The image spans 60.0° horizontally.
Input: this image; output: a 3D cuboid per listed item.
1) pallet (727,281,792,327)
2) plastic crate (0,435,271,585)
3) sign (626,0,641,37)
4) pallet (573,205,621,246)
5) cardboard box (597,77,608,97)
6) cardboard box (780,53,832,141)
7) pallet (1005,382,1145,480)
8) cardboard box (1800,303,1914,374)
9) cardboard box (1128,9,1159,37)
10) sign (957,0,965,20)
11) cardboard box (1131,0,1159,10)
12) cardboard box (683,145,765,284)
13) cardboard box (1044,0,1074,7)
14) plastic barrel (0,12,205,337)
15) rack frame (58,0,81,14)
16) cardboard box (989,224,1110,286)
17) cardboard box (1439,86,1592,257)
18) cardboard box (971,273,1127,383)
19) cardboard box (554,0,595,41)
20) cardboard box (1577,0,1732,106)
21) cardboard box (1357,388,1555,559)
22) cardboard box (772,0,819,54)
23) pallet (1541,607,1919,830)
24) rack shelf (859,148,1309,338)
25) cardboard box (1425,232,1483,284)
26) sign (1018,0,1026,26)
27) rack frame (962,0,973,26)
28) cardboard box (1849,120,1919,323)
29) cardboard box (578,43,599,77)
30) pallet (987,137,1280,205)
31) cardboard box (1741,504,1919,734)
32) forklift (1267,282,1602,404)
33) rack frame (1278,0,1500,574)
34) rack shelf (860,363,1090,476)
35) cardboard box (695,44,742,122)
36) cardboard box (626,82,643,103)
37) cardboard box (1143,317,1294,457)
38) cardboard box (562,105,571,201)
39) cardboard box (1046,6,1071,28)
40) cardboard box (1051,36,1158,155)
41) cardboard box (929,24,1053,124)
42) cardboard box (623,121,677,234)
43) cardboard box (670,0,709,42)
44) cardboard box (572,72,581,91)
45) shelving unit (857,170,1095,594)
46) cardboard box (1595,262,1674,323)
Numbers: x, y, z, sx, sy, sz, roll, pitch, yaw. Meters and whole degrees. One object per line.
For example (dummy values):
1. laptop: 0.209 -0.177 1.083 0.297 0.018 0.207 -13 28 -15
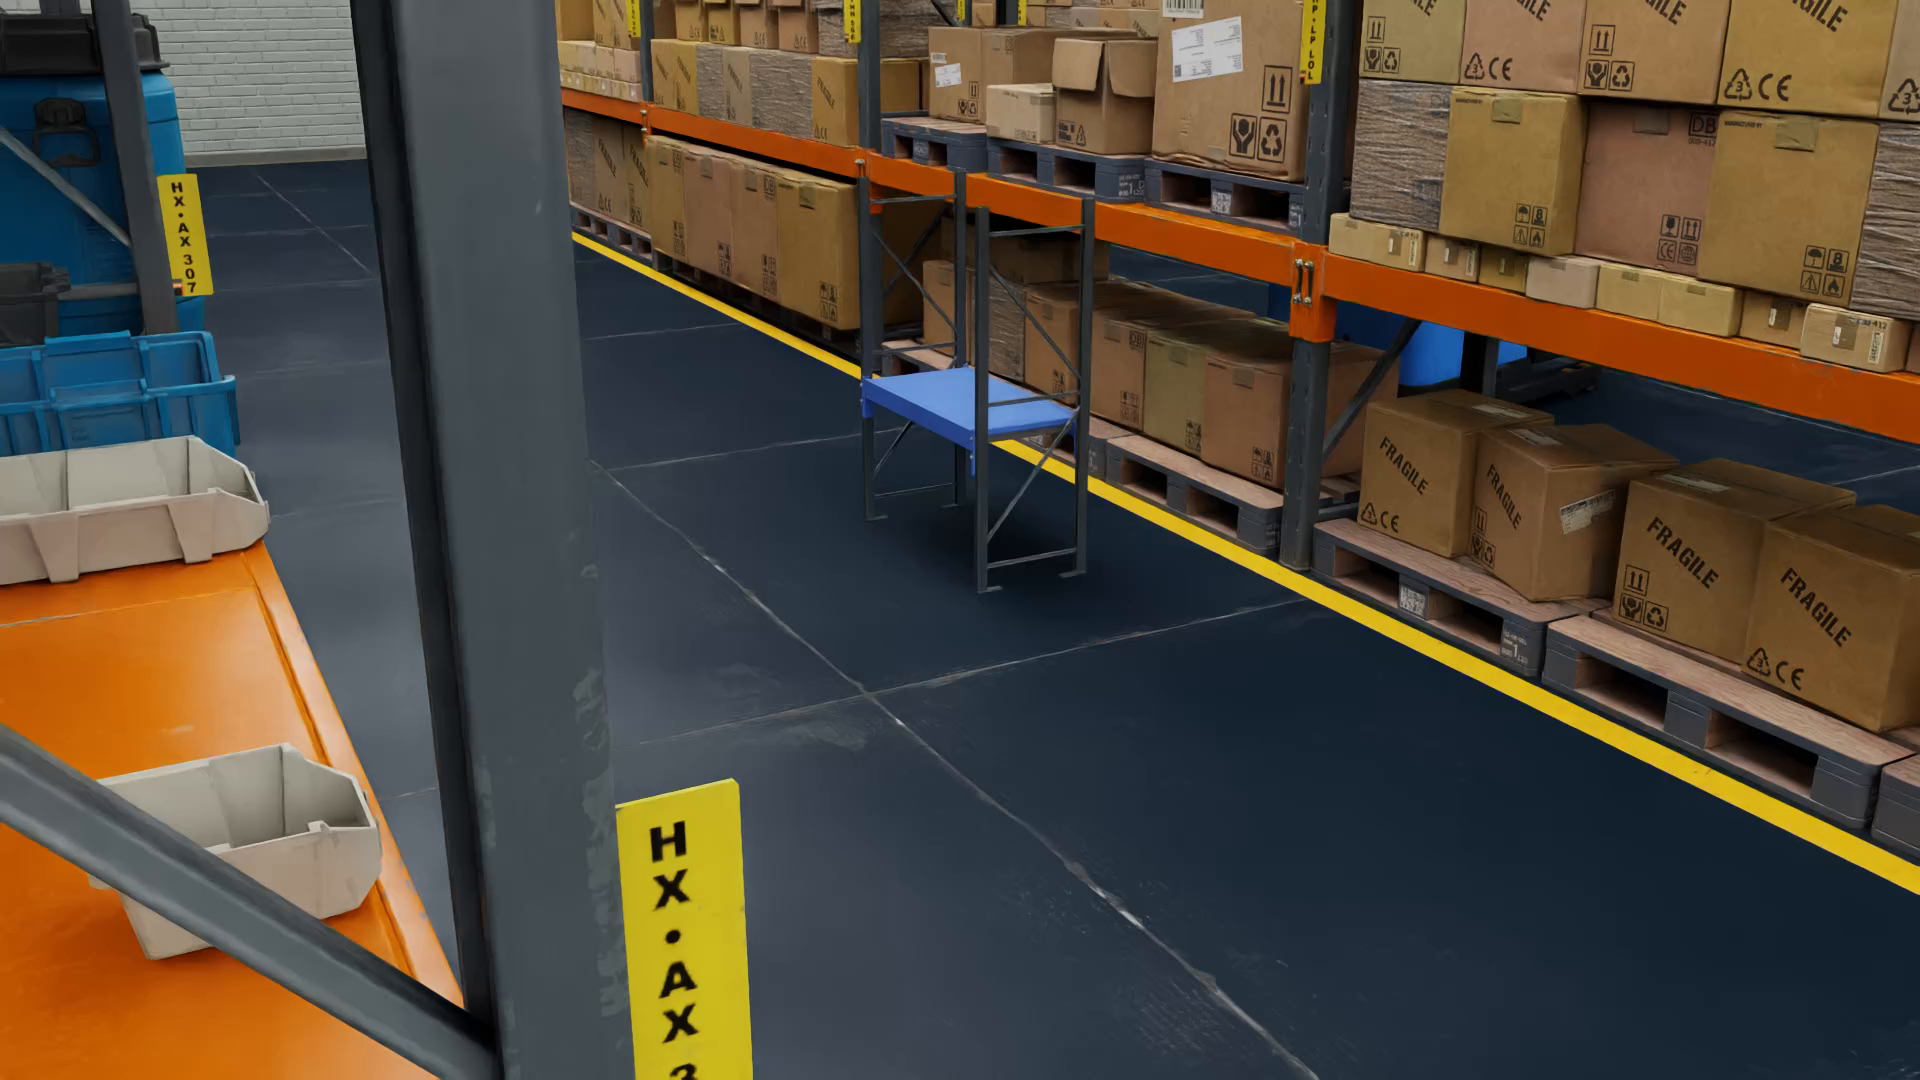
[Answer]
1. pallet: -1.006 -1.794 12.007 1.003 0.211 1.213 -10 21 -27
2. plastic crate: -1.588 -0.057 3.103 0.530 0.136 0.437 -10 21 -27
3. sign: -2.509 -4.033 12.771 0.100 0.325 0.005 -10 21 -27
4. pallet: -2.897 -2.935 15.315 1.003 0.211 1.213 -10 21 -27
5. cardboard box: -2.821 -3.812 13.965 0.380 0.149 0.250 -10 21 -26
6. cardboard box: -0.806 -2.819 10.549 0.500 0.500 0.500 -10 22 -27
7. pallet: 0.823 -0.632 8.639 1.003 0.211 1.213 -10 21 -27
8. cardboard box: 2.555 -0.573 4.579 0.380 0.149 0.250 -10 21 -27
9. cardboard box: 1.913 -4.695 15.529 0.500 0.500 0.500 -10 21 -27
10. sign: 0.014 -5.885 18.261 0.100 0.325 0.005 -10 21 -27
11. cardboard box: 1.930 -5.165 15.360 0.500 0.500 0.500 -11 22 -29
12. cardboard box: -1.275 -2.430 12.188 1.225 0.875 0.875 -11 22 -29
13. cardboard box: 1.189 -5.608 16.644 0.500 0.500 0.500 -11 22 -28
14. plastic barrel: -2.499 -1.004 4.673 0.600 0.901 0.708 -10 21 -27
15. rack frame: -4.481 -1.757 7.625 1.000 3.000 0.127 -10 21 -27
16. cardboard box: 0.483 -1.567 9.081 0.500 0.250 0.500 -7 20 -21
17. cardboard box: 2.143 -1.276 5.622 0.875 0.500 0.500 -10 21 -27
18. cardboard box: 0.488 -1.204 9.180 0.700 0.500 0.500 -12 22 -31
19. cardboard box: -3.442 -4.774 14.993 0.500 0.500 0.500 -11 22 -28
20. cardboard box: 2.243 -1.581 4.973 0.500 0.500 0.500 -10 21 -27
21. cardboard box: 1.932 -0.272 6.509 0.500 0.500 0.500 -11 22 -28
22. cardboard box: -0.762 -3.446 10.827 0.797 0.503 0.637 -9 21 -25
23. pallet: 2.710 0.480 5.416 1.003 0.211 1.213 -10 21 -27
24. rack shelf: 0.827 -1.610 8.302 1.077 0.370 4.000 -10 21 -27
25. cardboard box: 1.865 -1.008 5.838 0.380 0.149 0.250 -10 21 -27
26. sign: 0.351 -3.121 9.924 0.100 0.325 0.005 -10 21 -27
27. rack frame: 0.492 -5.560 18.646 1.000 3.000 0.127 -10 21 -27
28. cardboard box: 2.897 -0.853 4.395 0.875 0.500 0.500 -10 21 -27
29. cardboard box: -2.953 -4.123 14.255 0.500 0.250 0.500 -10 21 -26
30. pallet: 0.854 -1.872 8.251 1.003 0.211 1.213 -10 21 -27
31. cardboard box: 2.800 0.225 5.070 0.500 0.500 0.500 -8 21 -22
32. forklift: 3.077 -2.313 9.341 3.031 2.935 1.130 -17 25 -40
33. rack frame: 1.777 -1.376 6.521 1.000 3.000 0.127 -10 21 -27
34. rack shelf: 0.041 -0.514 6.874 0.538 0.185 1.000 -10 21 -27
35. cardboard box: -1.547 -3.261 11.830 0.500 0.500 0.500 -11 22 -28
36. cardboard box: -2.455 -3.591 13.324 0.380 0.149 0.250 -10 21 -26
37. cardboard box: 1.295 -0.722 7.782 0.700 0.500 0.500 -10 21 -27
38. cardboard box: -3.547 -3.844 16.285 0.875 0.875 0.875 -10 21 -27
39. cardboard box: 1.207 -5.139 16.815 0.500 0.500 0.500 -11 22 -28
40. cardboard box: 0.873 -2.107 7.836 0.797 0.503 0.637 -8 20 -21
41. cardboard box: 0.169 -2.621 9.332 0.500 0.500 0.500 -13 23 -33
42. cardboard box: -2.265 -3.069 14.039 0.875 0.875 0.875 -10 21 -27
43. cardboard box: -1.711 -4.012 12.468 0.797 0.503 0.637 -11 22 -28
44. cardboard box: -3.185 -4.033 14.605 0.380 0.149 0.250 -10 21 -26
45. shelving unit: 0.041 -0.684 6.816 0.538 1.500 1.048 -10 21 -27
46. cardboard box: 2.230 -0.794 5.219 0.380 0.149 0.250 -10 21 -27
